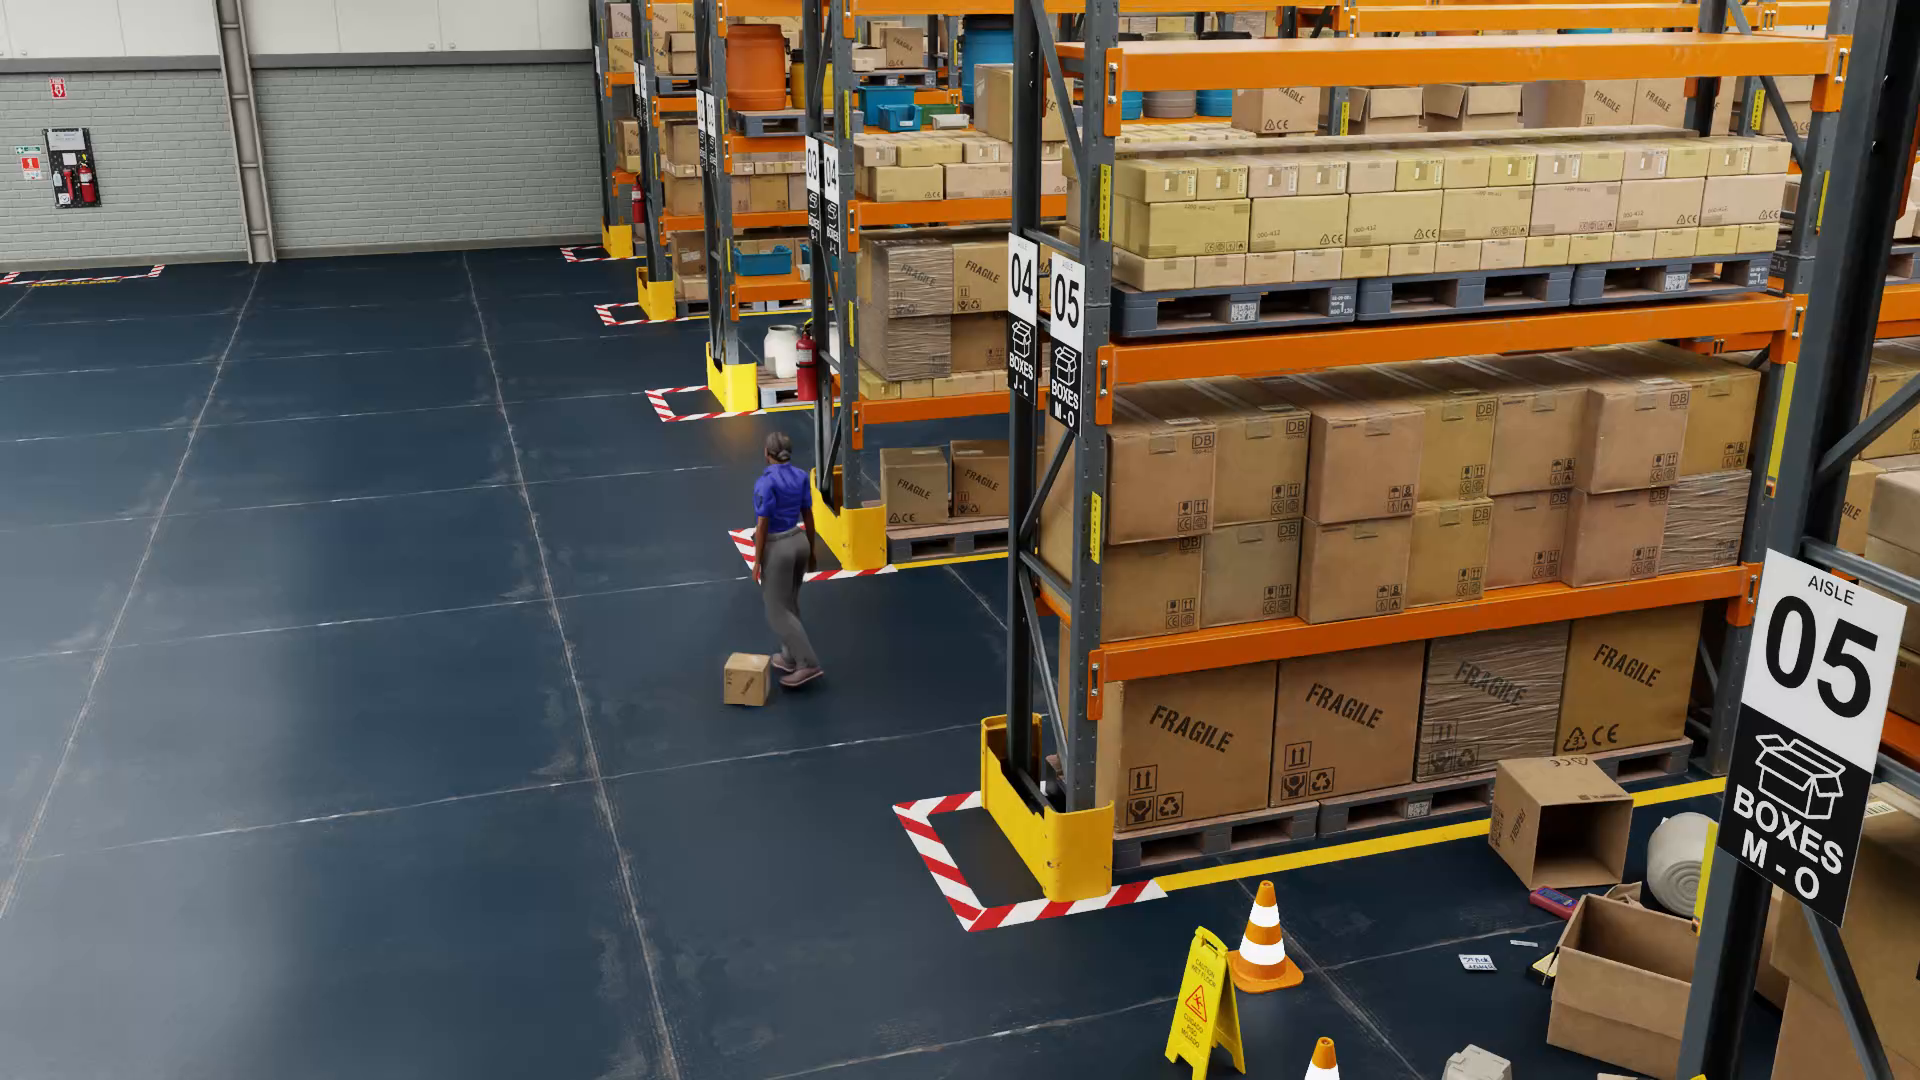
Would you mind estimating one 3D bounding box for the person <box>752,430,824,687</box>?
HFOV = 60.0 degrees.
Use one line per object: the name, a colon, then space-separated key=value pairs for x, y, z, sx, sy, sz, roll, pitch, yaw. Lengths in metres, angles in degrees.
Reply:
person: x=-1.091 y=0.118 z=10.750 sx=0.570 sy=1.647 sz=0.525 roll=14 pitch=24 yaw=35
